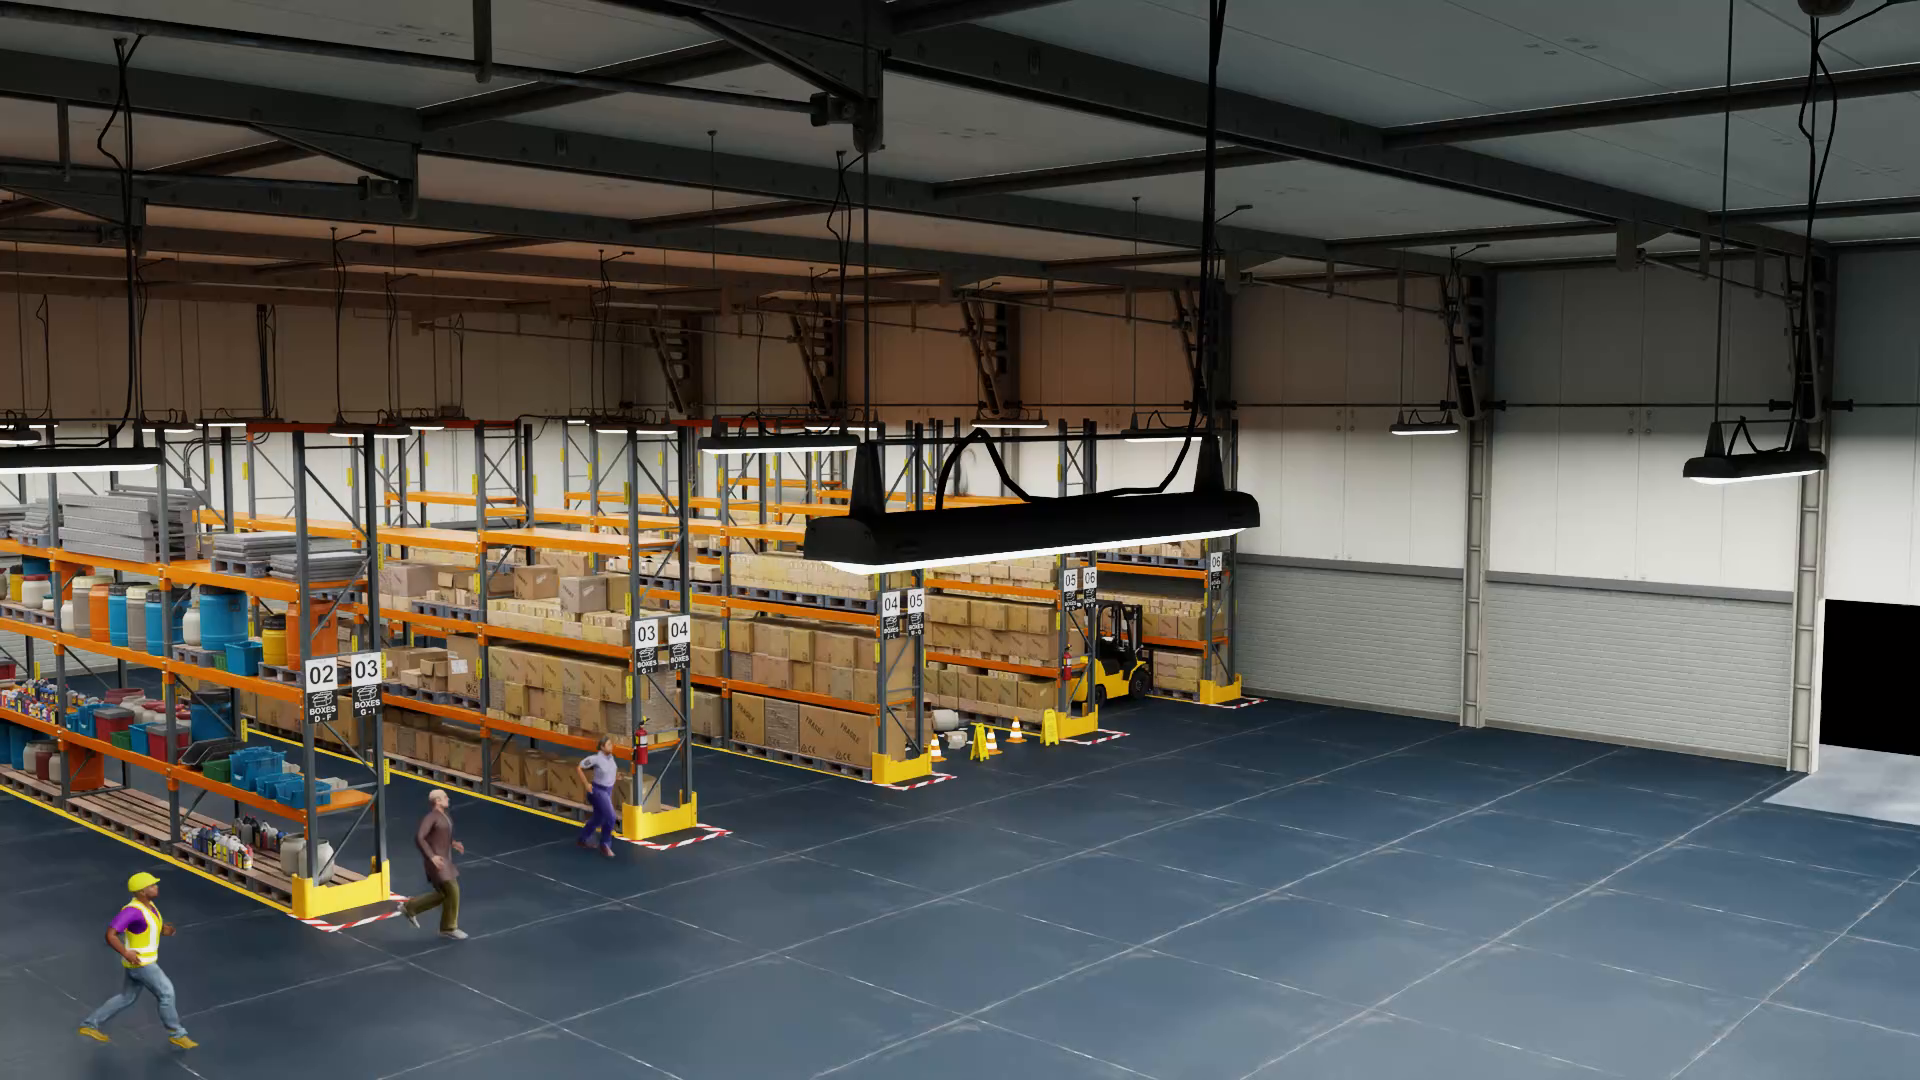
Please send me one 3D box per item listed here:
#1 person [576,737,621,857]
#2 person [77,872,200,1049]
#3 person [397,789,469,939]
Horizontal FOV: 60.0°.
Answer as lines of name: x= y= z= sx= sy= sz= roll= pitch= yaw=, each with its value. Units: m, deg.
person: x=-5.099 y=3.629 z=23.505 sx=0.703 sy=1.674 sz=0.596 roll=1 pitch=5 yaw=16
person: x=-8.038 y=4.141 z=16.226 sx=1.067 sy=1.815 sz=0.663 roll=-2 pitch=5 yaw=-27
person: x=-6.278 y=3.861 z=19.854 sx=0.859 sy=1.766 sz=0.752 roll=0 pitch=5 yaw=-4
